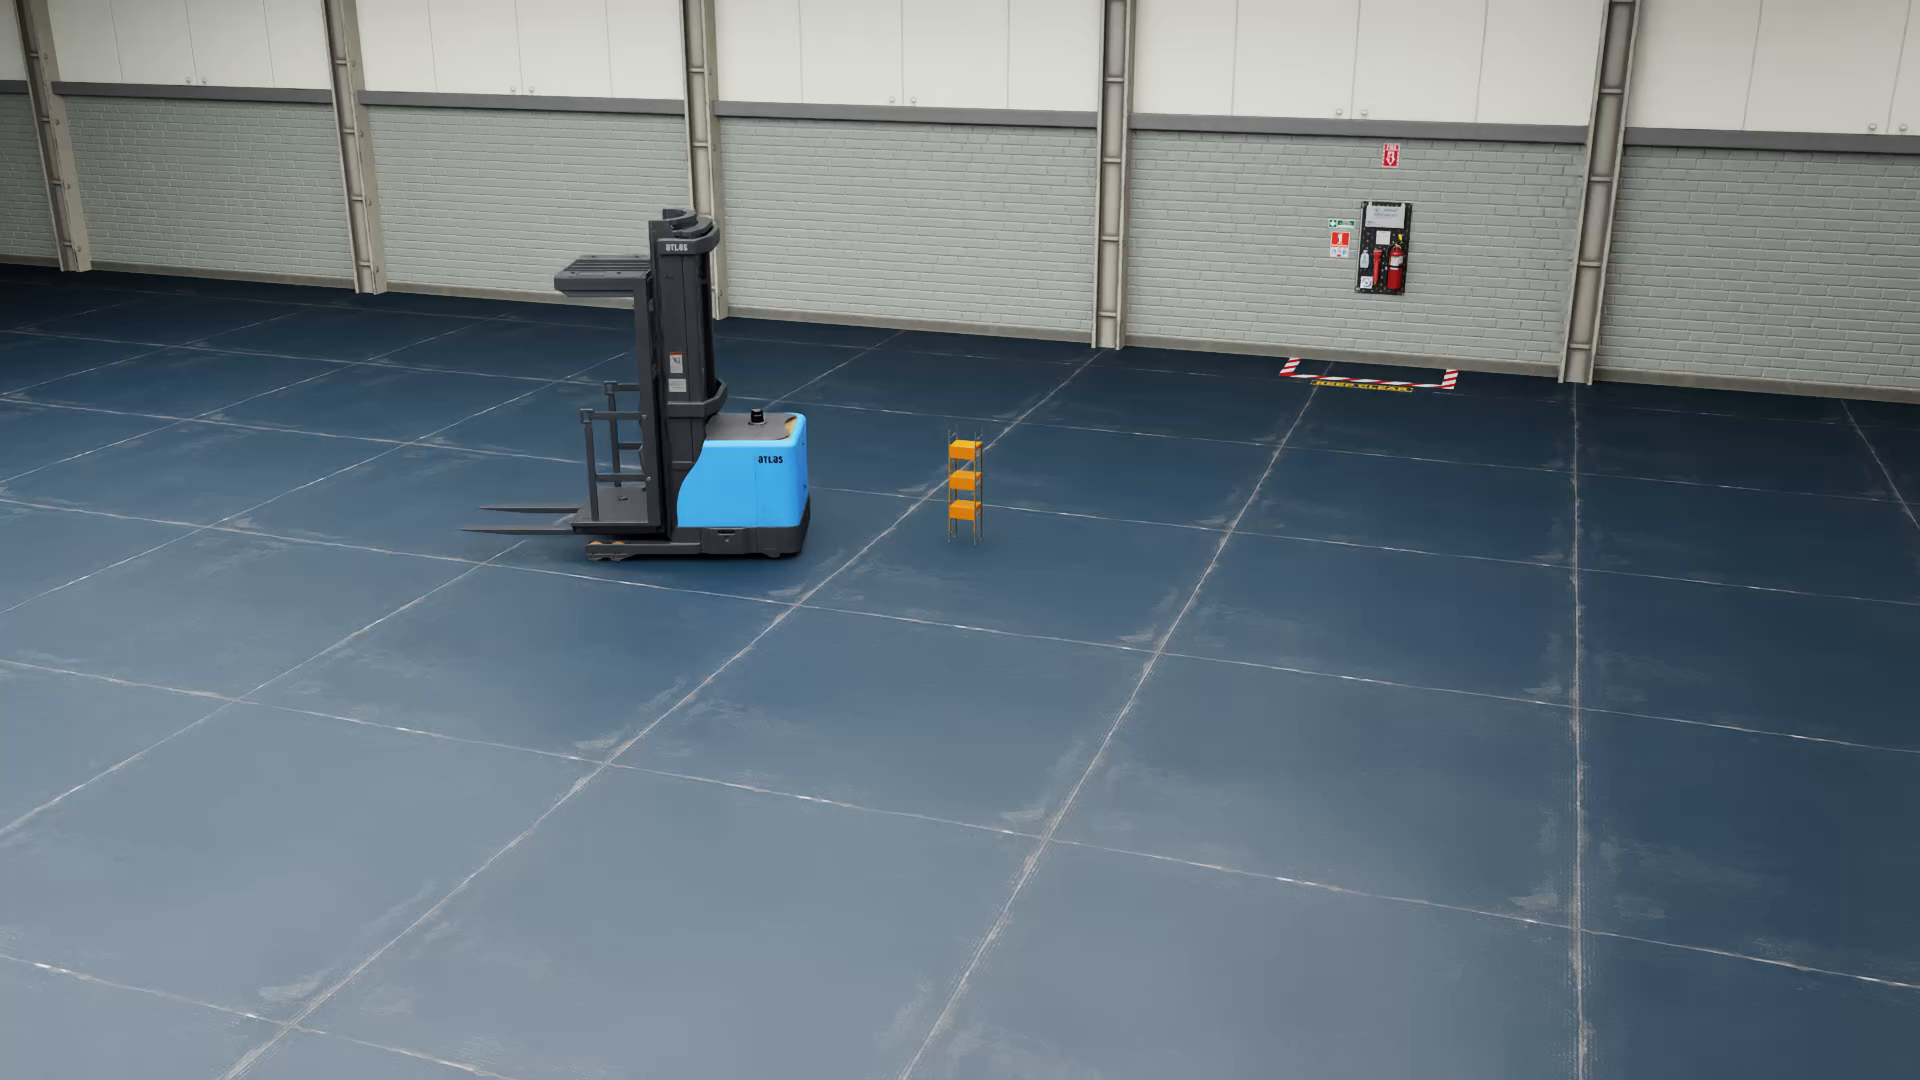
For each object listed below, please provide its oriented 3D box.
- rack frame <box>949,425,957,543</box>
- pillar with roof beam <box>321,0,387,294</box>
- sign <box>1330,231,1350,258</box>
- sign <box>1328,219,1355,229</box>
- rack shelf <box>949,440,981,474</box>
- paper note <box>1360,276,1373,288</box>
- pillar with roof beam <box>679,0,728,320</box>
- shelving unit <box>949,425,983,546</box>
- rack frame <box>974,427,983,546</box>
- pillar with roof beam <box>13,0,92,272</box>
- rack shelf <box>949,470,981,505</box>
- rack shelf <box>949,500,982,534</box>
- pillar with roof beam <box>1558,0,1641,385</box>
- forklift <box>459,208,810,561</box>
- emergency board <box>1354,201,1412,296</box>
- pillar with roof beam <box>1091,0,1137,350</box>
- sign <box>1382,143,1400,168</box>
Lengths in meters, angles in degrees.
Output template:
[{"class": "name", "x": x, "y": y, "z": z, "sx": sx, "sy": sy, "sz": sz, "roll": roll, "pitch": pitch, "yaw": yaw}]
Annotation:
[{"class": "rack frame", "x": -0.065, "y": -0.503, "z": 14.925, "sx": 0.008, "sy": 1.050, "sz": 0.200, "roll": 7, "pitch": 20, "yaw": 18}, {"class": "pillar with roof beam", "x": -10.730, "y": -6.843, "z": 21.036, "sx": 0.400, "sy": 9.000, "sz": 9.100, "roll": 7, "pitch": 20, "yaw": 18}, {"class": "sign", "x": 4.876, "y": -3.792, "z": 21.343, "sx": 0.234, "sy": 0.329, "sz": 0.001, "roll": 7, "pitch": 20, "yaw": 18}, {"class": "sign", "x": 4.877, "y": -4.039, "z": 21.246, "sx": 0.331, "sy": 0.109, "sz": 0.001, "roll": 7, "pitch": 20, "yaw": 18}, {"class": "rack shelf", "x": 0.051, "y": -0.748, "z": 14.797, "sx": 0.240, "sy": 0.259, "sz": 0.215, "roll": 7, "pitch": 20, "yaw": 18}, {"class": "paper note", "x": 5.219, "y": -3.308, "z": 21.347, "sx": 0.142, "sy": 0.148, "sz": 0.016, "roll": 7, "pitch": 20, "yaw": 18}, {"class": "pillar with roof beam", "x": -5.062, "y": -6.195, "z": 19.177, "sx": 0.400, "sy": 9.000, "sz": 9.100, "roll": 7, "pitch": 20, "yaw": 18}, {"class": "shelving unit", "x": 0.051, "y": -0.490, "z": 14.887, "sx": 0.252, "sy": 1.050, "sz": 0.215, "roll": 7, "pitch": 20, "yaw": 18}, {"class": "rack frame", "x": 0.166, "y": -0.477, "z": 14.849, "sx": 0.008, "sy": 1.050, "sz": 0.200, "roll": 7, "pitch": 20, "yaw": 18}, {"class": "pillar with roof beam", "x": -16.398, "y": -7.491, "z": 22.896, "sx": 0.400, "sy": 9.000, "sz": 9.100, "roll": 7, "pitch": 20, "yaw": 18}, {"class": "rack shelf", "x": 0.051, "y": -0.480, "z": 14.890, "sx": 0.240, "sy": 0.259, "sz": 0.215, "roll": 7, "pitch": 20, "yaw": 18}, {"class": "rack shelf", "x": 0.051, "y": -0.218, "z": 14.982, "sx": 0.240, "sy": 0.259, "sz": 0.215, "roll": 7, "pitch": 20, "yaw": 18}, {"class": "pillar with roof beam", "x": 6.273, "y": -4.899, "z": 15.458, "sx": 0.400, "sy": 9.000, "sz": 9.100, "roll": 7, "pitch": 20, "yaw": 18}, {"class": "forklift", "x": -2.905, "y": -1.376, "z": 14.571, "sx": 3.031, "sy": 2.935, "sz": 1.130, "roll": 0, "pitch": 19, "yaw": 0}, {"class": "emergency board", "x": 5.364, "y": -3.683, "z": 21.086, "sx": 0.643, "sy": 1.169, "sz": 0.194, "roll": 7, "pitch": 20, "yaw": 18}, {"class": "pillar with roof beam", "x": 0.605, "y": -5.547, "z": 17.318, "sx": 0.400, "sy": 9.000, "sz": 9.100, "roll": 7, "pitch": 20, "yaw": 18}, {"class": "sign", "x": 5.389, "y": -4.810, "z": 20.795, "sx": 0.199, "sy": 0.298, "sz": 0.001, "roll": 7, "pitch": 20, "yaw": 18}]
